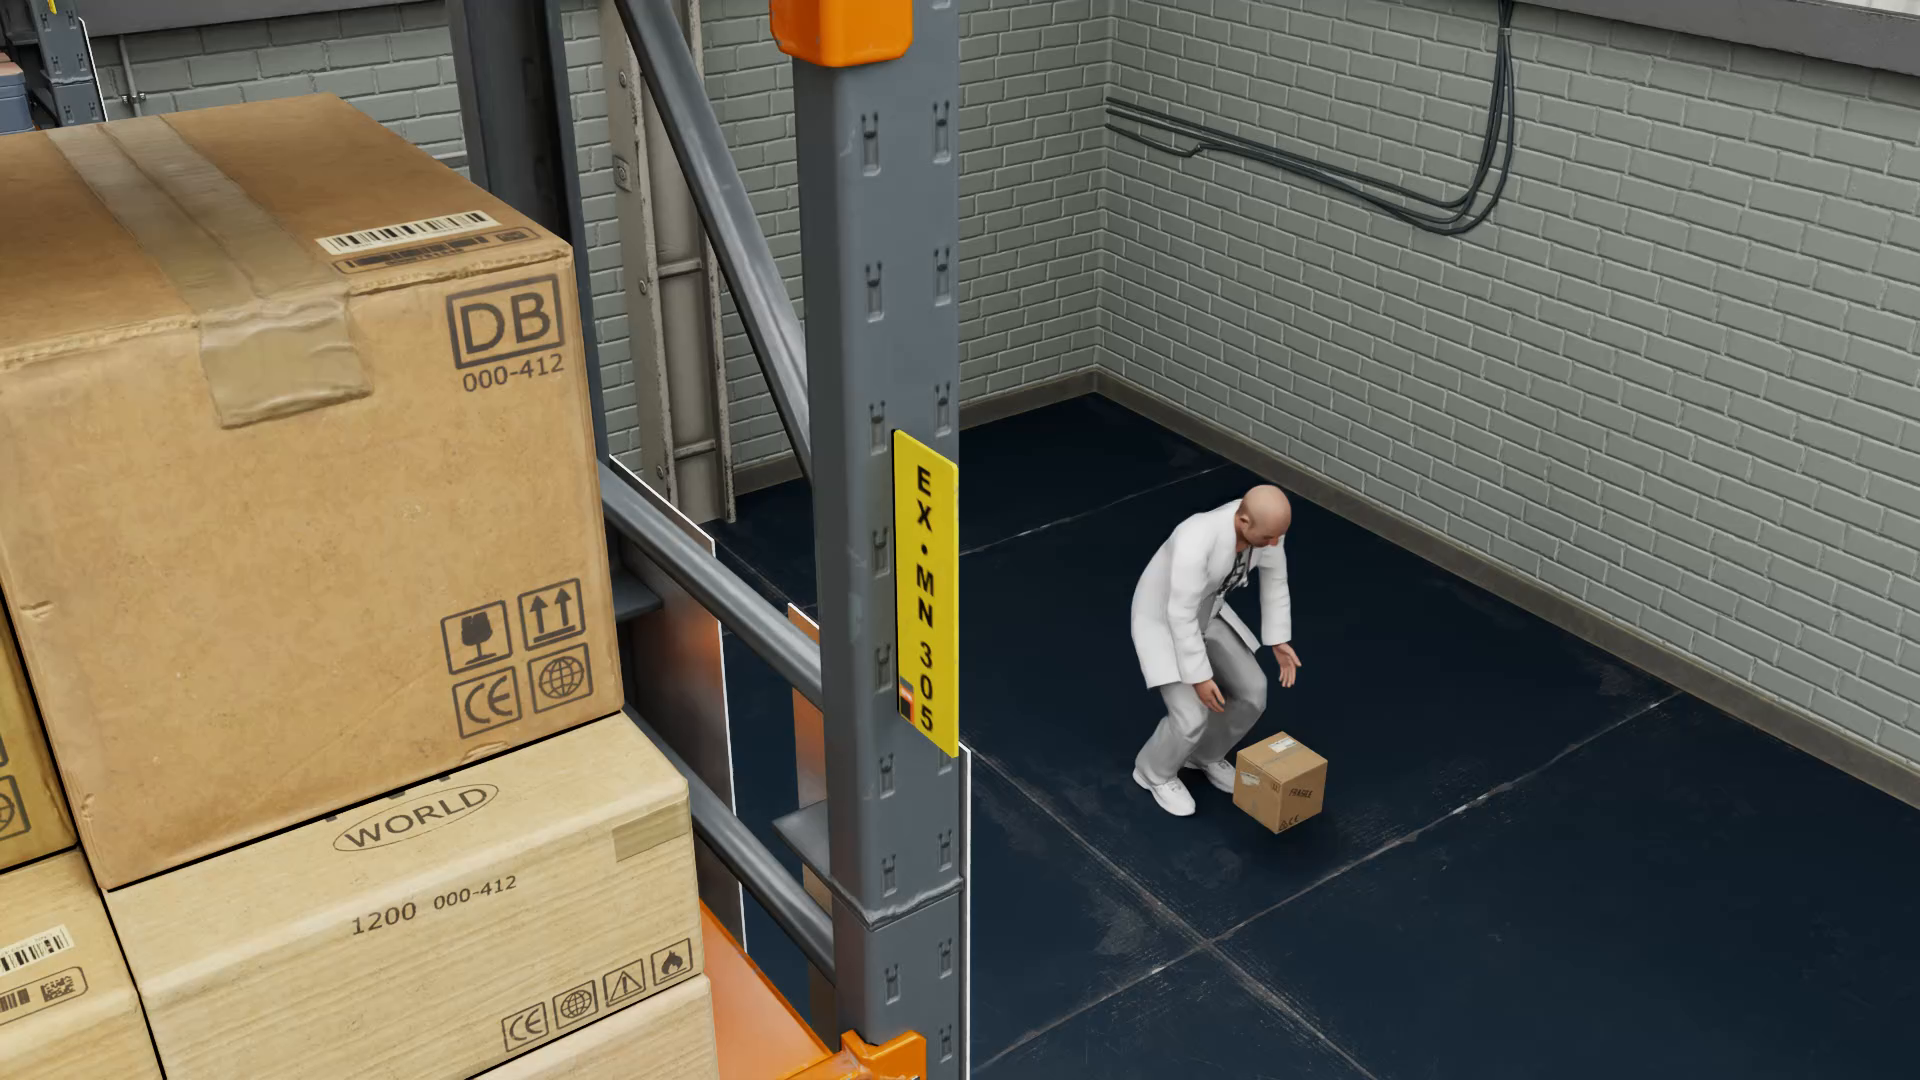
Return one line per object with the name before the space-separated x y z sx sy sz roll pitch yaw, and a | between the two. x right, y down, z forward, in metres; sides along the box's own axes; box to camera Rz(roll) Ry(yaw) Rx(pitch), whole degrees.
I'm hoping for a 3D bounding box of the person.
person | 1.014 0.381 6.717 0.628 1.511 0.658 -18 33 -30
